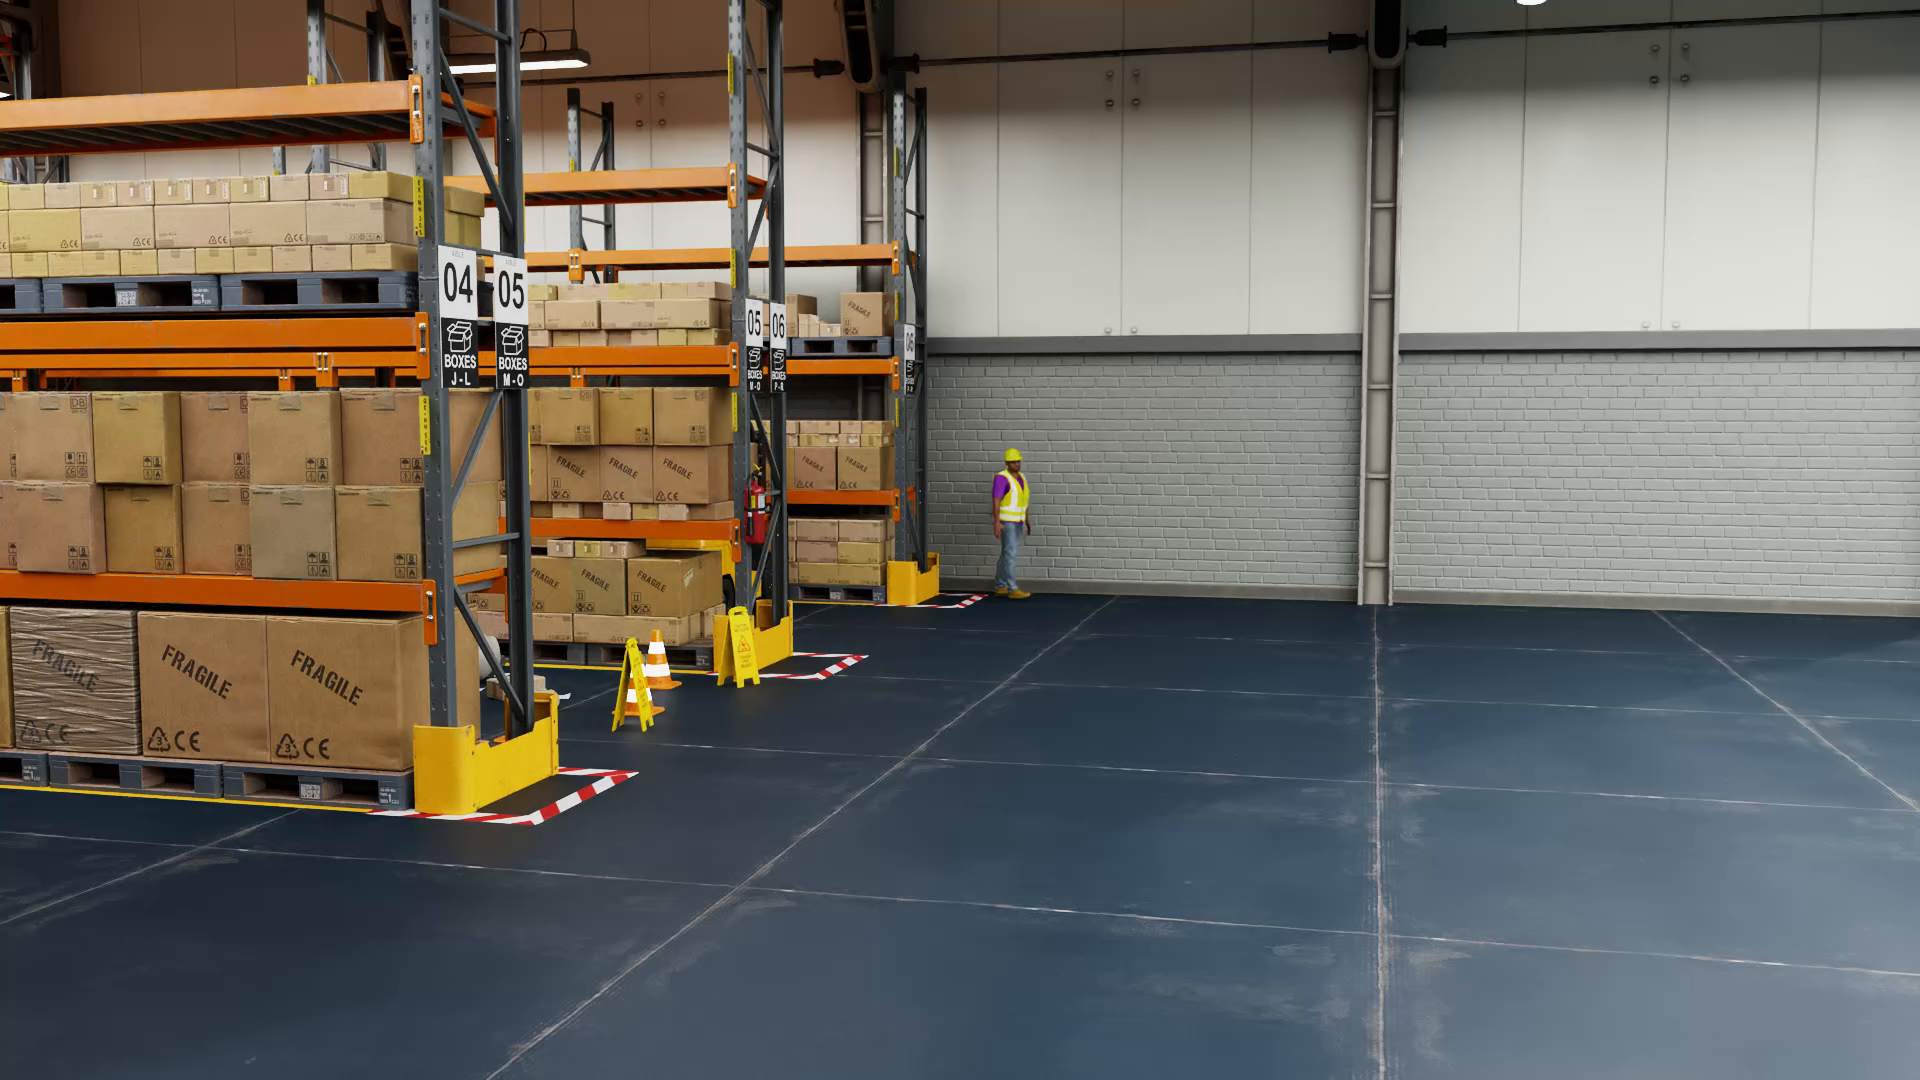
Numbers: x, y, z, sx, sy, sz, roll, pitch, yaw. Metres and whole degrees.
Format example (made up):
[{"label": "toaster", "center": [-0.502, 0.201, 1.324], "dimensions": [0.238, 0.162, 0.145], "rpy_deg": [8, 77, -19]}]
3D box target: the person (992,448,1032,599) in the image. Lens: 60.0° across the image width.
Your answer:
[{"label": "person", "center": [0.627, -0.201, 19.571], "dimensions": [0.607, 1.766, 0.647], "rpy_deg": [3, 6, 30]}]
